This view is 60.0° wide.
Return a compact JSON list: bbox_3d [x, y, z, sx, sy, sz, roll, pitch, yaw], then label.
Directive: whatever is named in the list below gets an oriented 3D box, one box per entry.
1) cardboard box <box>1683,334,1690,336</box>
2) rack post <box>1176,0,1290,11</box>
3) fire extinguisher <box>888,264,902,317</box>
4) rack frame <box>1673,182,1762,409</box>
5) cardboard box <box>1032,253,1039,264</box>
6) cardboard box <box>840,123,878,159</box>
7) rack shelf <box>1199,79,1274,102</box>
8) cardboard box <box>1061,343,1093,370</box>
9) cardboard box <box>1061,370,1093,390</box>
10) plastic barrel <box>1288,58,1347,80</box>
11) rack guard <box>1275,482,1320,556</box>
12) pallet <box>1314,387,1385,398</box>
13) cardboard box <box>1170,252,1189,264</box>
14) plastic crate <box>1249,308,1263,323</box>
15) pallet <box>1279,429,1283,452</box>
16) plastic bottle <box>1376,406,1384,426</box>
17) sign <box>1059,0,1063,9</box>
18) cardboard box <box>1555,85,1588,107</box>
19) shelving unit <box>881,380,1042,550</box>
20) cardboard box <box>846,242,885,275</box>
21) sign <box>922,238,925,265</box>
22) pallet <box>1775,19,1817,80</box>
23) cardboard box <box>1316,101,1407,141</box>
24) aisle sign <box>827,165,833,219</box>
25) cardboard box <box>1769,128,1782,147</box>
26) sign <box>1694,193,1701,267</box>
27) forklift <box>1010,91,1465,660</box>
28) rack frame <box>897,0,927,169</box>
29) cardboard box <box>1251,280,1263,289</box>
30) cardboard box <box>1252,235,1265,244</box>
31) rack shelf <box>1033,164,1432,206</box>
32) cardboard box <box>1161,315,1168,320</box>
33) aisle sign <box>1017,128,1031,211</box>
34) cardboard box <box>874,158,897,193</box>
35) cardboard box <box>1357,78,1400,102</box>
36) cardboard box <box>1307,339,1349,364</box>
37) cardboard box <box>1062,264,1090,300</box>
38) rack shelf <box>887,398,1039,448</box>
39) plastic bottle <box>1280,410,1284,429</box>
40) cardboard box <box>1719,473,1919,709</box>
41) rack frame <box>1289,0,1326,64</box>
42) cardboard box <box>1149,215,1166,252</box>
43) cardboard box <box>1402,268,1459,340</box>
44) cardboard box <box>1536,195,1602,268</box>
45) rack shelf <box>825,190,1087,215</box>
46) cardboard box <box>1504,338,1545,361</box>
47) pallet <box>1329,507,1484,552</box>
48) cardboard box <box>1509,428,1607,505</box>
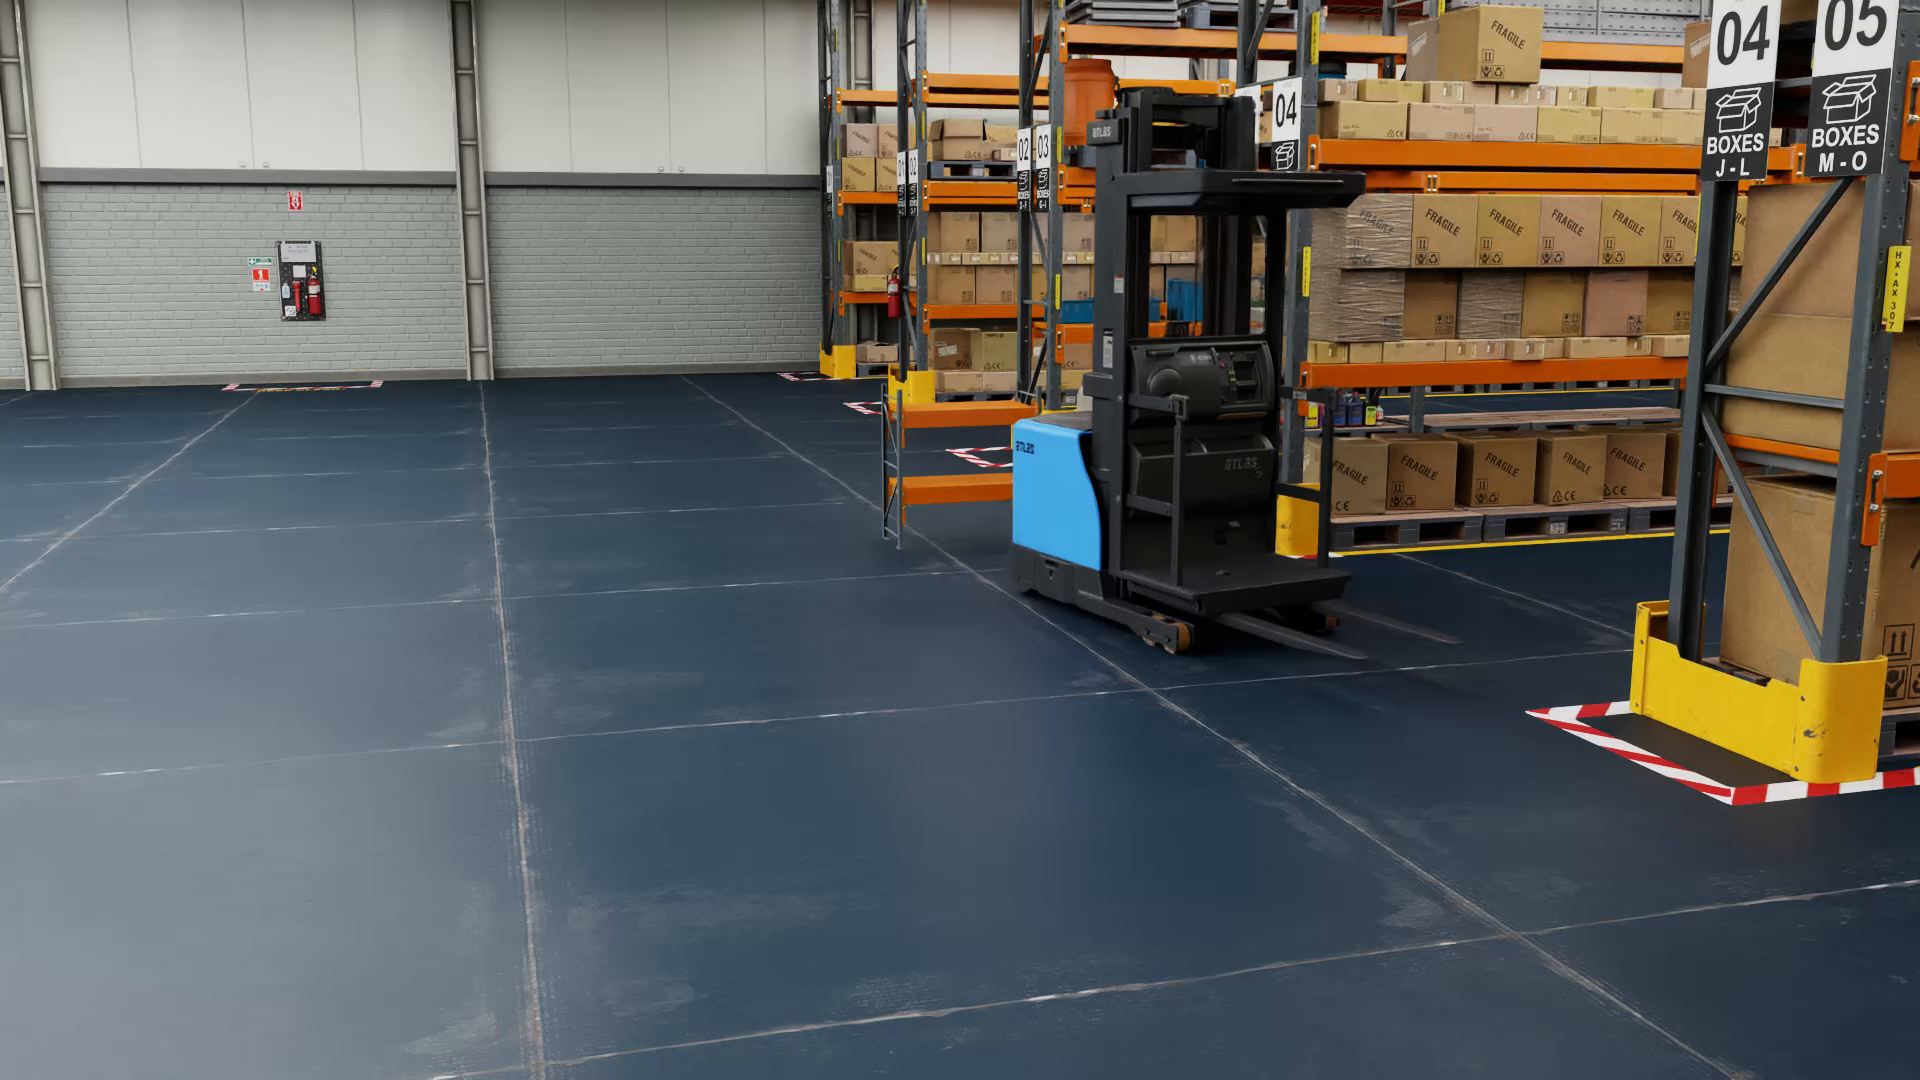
[{"bbox_3d":[5.383,-1.470,12.440,0.250,0.149,0.380,-3,11,-16],"label":"cardboard box"},{"bbox_3d":[2.633,-5.344,16.429,0.954,0.300,0.937,-3,11,-17],"label":"rack post"},{"bbox_3d":[-0.843,-3.225,21.494,0.183,0.674,0.296,-3,11,-16],"label":"fire extinguisher"},{"bbox_3d":[8.463,-2.732,18.602,0.127,3.000,1.000,-3,11,-16],"label":"rack frame"},{"bbox_3d":[0.828,-3.592,21.203,0.250,0.149,0.380,-3,11,-18],"label":"cardboard box"},{"bbox_3d":[-1.550,-6.053,25.262,0.500,0.500,0.500,-4,11,-20],"label":"cardboard box"},{"bbox_3d":[5.162,-5.892,22.289,4.000,0.370,1.077,-3,11,-16],"label":"rack shelf"},{"bbox_3d":[1.419,-2.475,21.571,0.500,0.500,0.500,-3,11,-16],"label":"cardboard box"},{"bbox_3d":[1.418,-2.107,21.640,0.500,0.250,0.500,-3,11,-16],"label":"cardboard box"},{"bbox_3d":[3.637,-4.426,16.975,0.708,0.901,0.600,-3,11,-16],"label":"plastic barrel"},{"bbox_3d":[2.239,-0.241,11.973,0.348,0.500,1.175,-3,11,-16],"label":"rack guard"},{"bbox_3d":[5.111,-2.126,23.011,1.213,0.211,1.003,-3,11,-16],"label":"pallet"},{"bbox_3d":[2.802,-3.696,21.770,0.250,0.149,0.380,-3,11,-17],"label":"cardboard box"},{"bbox_3d":[3.134,-2.274,16.841,0.437,0.136,0.530,-3,11,-16],"label":"plastic crate"},{"bbox_3d":[2.792,-1.069,17.271,1.213,0.211,1.003,-3,11,-16],"label":"pallet"},{"bbox_3d":[4.361,-1.297,17.322,0.097,0.201,0.097,0,10,0],"label":"plastic bottle"},{"bbox_3d":[0.931,-5.079,15.358,0.005,0.325,0.100,-3,11,-16],"label":"sign"},{"bbox_3d":[4.228,-3.134,11.811,0.250,0.149,0.380,-3,11,-18],"label":"cardboard box"},{"bbox_3d":[0.006,-0.554,11.946,1.048,1.125,0.538,-3,11,-16],"label":"shelving unit"},{"bbox_3d":[-1.445,-4.326,25.549,0.500,0.500,0.500,-3,11,-16],"label":"cardboard box"},{"bbox_3d":[-0.450,-3.556,20.470,0.005,0.325,0.100,-3,11,-16],"label":"sign"},{"bbox_3d":[4.165,-2.070,6.965,1.213,0.211,1.003,-3,11,-16],"label":"pallet"},{"bbox_3d":[2.701,-2.847,11.356,0.500,0.250,0.500,-3,11,-14],"label":"cardboard box"},{"bbox_3d":[-1.973,-5.272,25.219,0.004,0.787,0.394,-3,11,-16],"label":"aisle sign"},{"bbox_3d":[5.642,-3.002,12.196,0.500,0.250,0.500,-3,11,-14],"label":"cardboard box"},{"bbox_3d":[3.317,-1.380,7.404,0.005,0.325,0.100,-3,11,-16],"label":"sign"},{"bbox_3d":[1.450,-0.934,9.025,1.130,2.935,3.031,-6,12,-28],"label":"forklift"},{"bbox_3d":[-0.599,-6.139,20.538,0.127,3.000,1.000,-3,11,-16],"label":"rack frame"},{"bbox_3d":[4.034,-3.401,22.608,0.258,0.266,0.396,-3,11,-17],"label":"cardboard box"},{"bbox_3d":[5.066,-4.997,27.624,0.250,0.149,0.380,-5,12,-25],"label":"cardboard box"},{"bbox_3d":[2.702,-3.550,16.746,4.000,0.370,1.077,-3,11,-16],"label":"rack shelf"},{"bbox_3d":[3.476,-3.698,27.465,0.500,0.250,0.500,-3,11,-18],"label":"cardboard box"},{"bbox_3d":[0.630,-3.654,16.428,0.004,0.787,0.394,-3,11,-16],"label":"aisle sign"},{"bbox_3d":[-1.071,-5.578,25.445,0.500,0.500,0.500,-2,11,-12],"label":"cardboard box"},{"bbox_3d":[2.771,-3.034,11.269,0.250,0.149,0.380,-3,11,-15],"label":"cardboard box"},{"bbox_3d":[2.506,-1.316,11.602,0.250,0.149,0.380,-3,11,-16],"label":"cardboard box"},{"bbox_3d":[1.338,-3.338,21.617,0.500,0.500,0.700,-3,11,-14],"label":"cardboard box"},{"bbox_3d":[0.006,-0.841,11.894,1.000,0.278,0.538,-3,11,-16],"label":"rack shelf"},{"bbox_3d":[3.327,-1.243,17.026,0.097,0.201,0.097,0,10,0],"label":"plastic bottle"},{"bbox_3d":[4.088,0.194,7.418,0.875,0.875,0.875,-3,11,-16],"label":"cardboard box"},{"bbox_3d":[5.694,-7.405,27.414,0.127,3.000,1.000,-3,11,-16],"label":"rack frame"},{"bbox_3d":[2.332,-4.029,21.786,0.500,0.500,0.700,-3,11,-16],"label":"cardboard box"},{"bbox_3d":[3.148,-1.731,12.066,0.500,0.500,0.875,-3,11,-16],"label":"cardboard box"},{"bbox_3d":[4.210,-2.210,11.906,0.500,0.500,0.500,-3,11,-16],"label":"cardboard box"},{"bbox_3d":[-0.067,-5.272,26.101,4.000,0.370,1.077,-3,11,-16],"label":"rack shelf"},{"bbox_3d":[3.974,-1.375,11.923,0.250,0.149,0.380,-3,11,-16],"label":"cardboard box"},{"bbox_3d":[3.029,-0.134,12.189,1.213,0.211,1.003,-3,11,-16],"label":"pallet"},{"bbox_3d":[4.489,-0.557,12.532,0.500,0.500,0.500,-4,11,-21],"label":"cardboard box"}]
